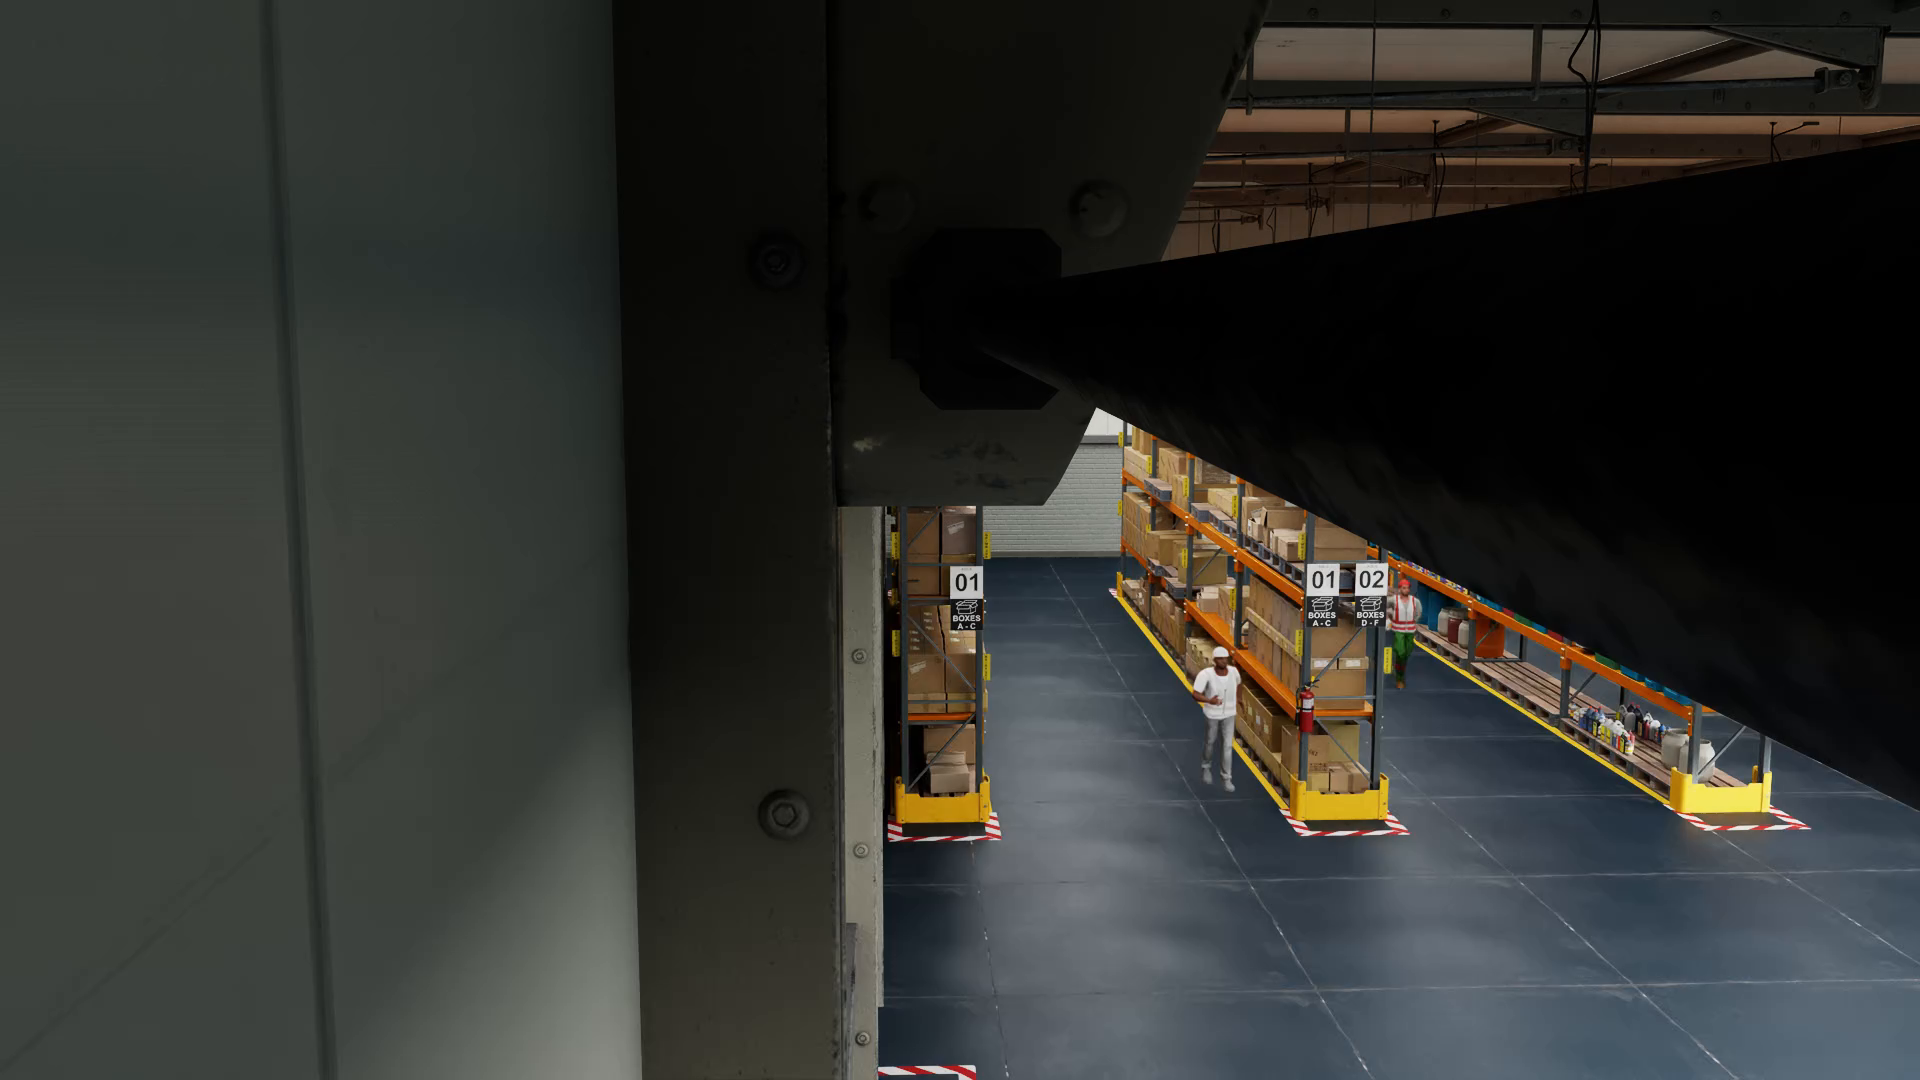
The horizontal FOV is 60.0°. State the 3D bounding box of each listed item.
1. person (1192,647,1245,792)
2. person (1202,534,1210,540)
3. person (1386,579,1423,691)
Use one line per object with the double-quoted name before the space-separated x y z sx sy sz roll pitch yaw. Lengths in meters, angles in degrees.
"person" 3.272 2.243 20.995 0.721 1.829 0.822 -1 8 -10
"person" 5.386 0.350 36.850 0.598 1.757 0.763 -5 9 -30
"person" 7.371 1.569 27.646 0.630 1.844 0.725 -1 8 -5
